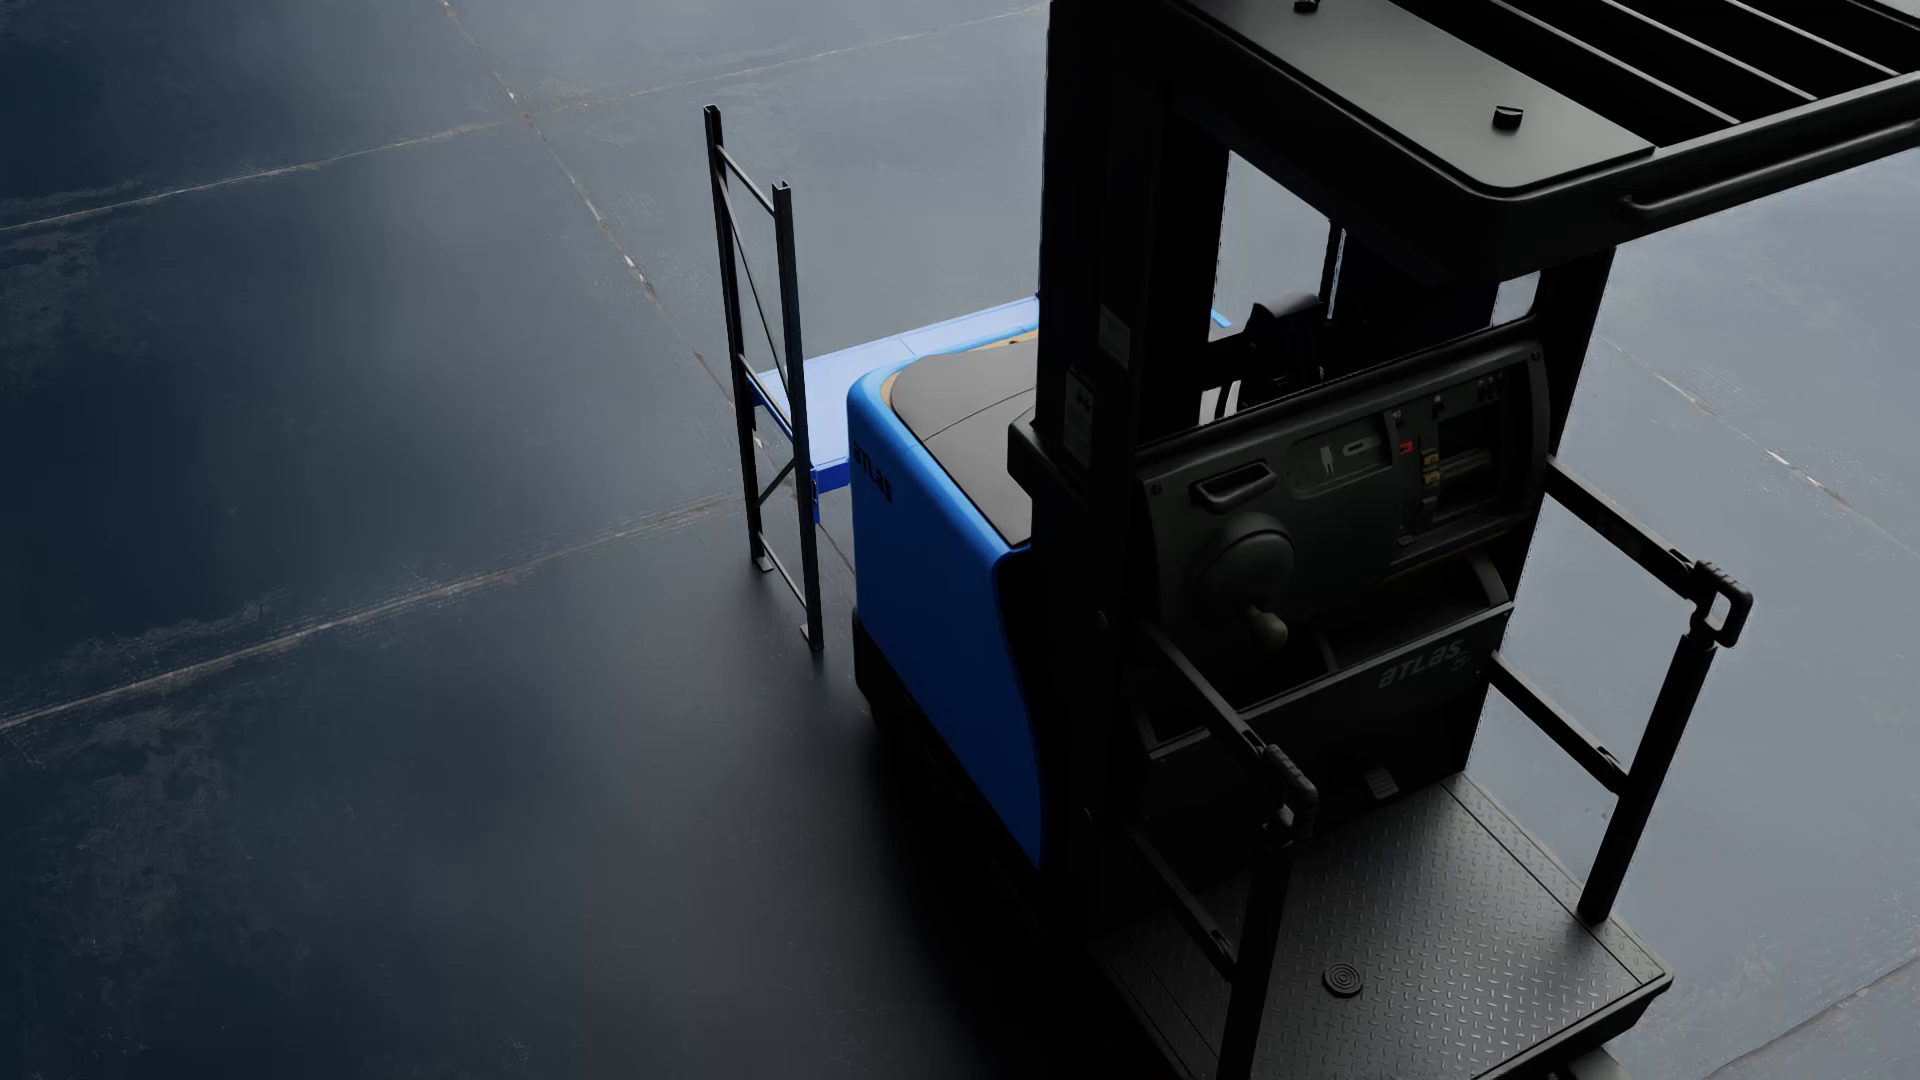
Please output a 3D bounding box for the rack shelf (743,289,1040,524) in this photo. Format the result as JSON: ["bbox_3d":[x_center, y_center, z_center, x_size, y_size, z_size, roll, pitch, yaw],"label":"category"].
[{"bbox_3d":[-0.076,-0.410,4.852,1.000,0.185,0.538,-19,44,-21],"label":"rack shelf"}]

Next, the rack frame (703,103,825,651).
[{"bbox_3d":[-0.527,-0.395,4.556,0.032,1.500,0.500,-19,44,-21],"label":"rack frame"}]

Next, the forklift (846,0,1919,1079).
[{"bbox_3d":[0.847,-0.010,2.993,1.130,2.935,3.031,-19,44,-21],"label":"forklift"}]

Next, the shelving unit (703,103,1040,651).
[{"bbox_3d":[-0.076,-0.547,4.735,1.048,1.500,0.538,-19,44,-21],"label":"shelving unit"}]
